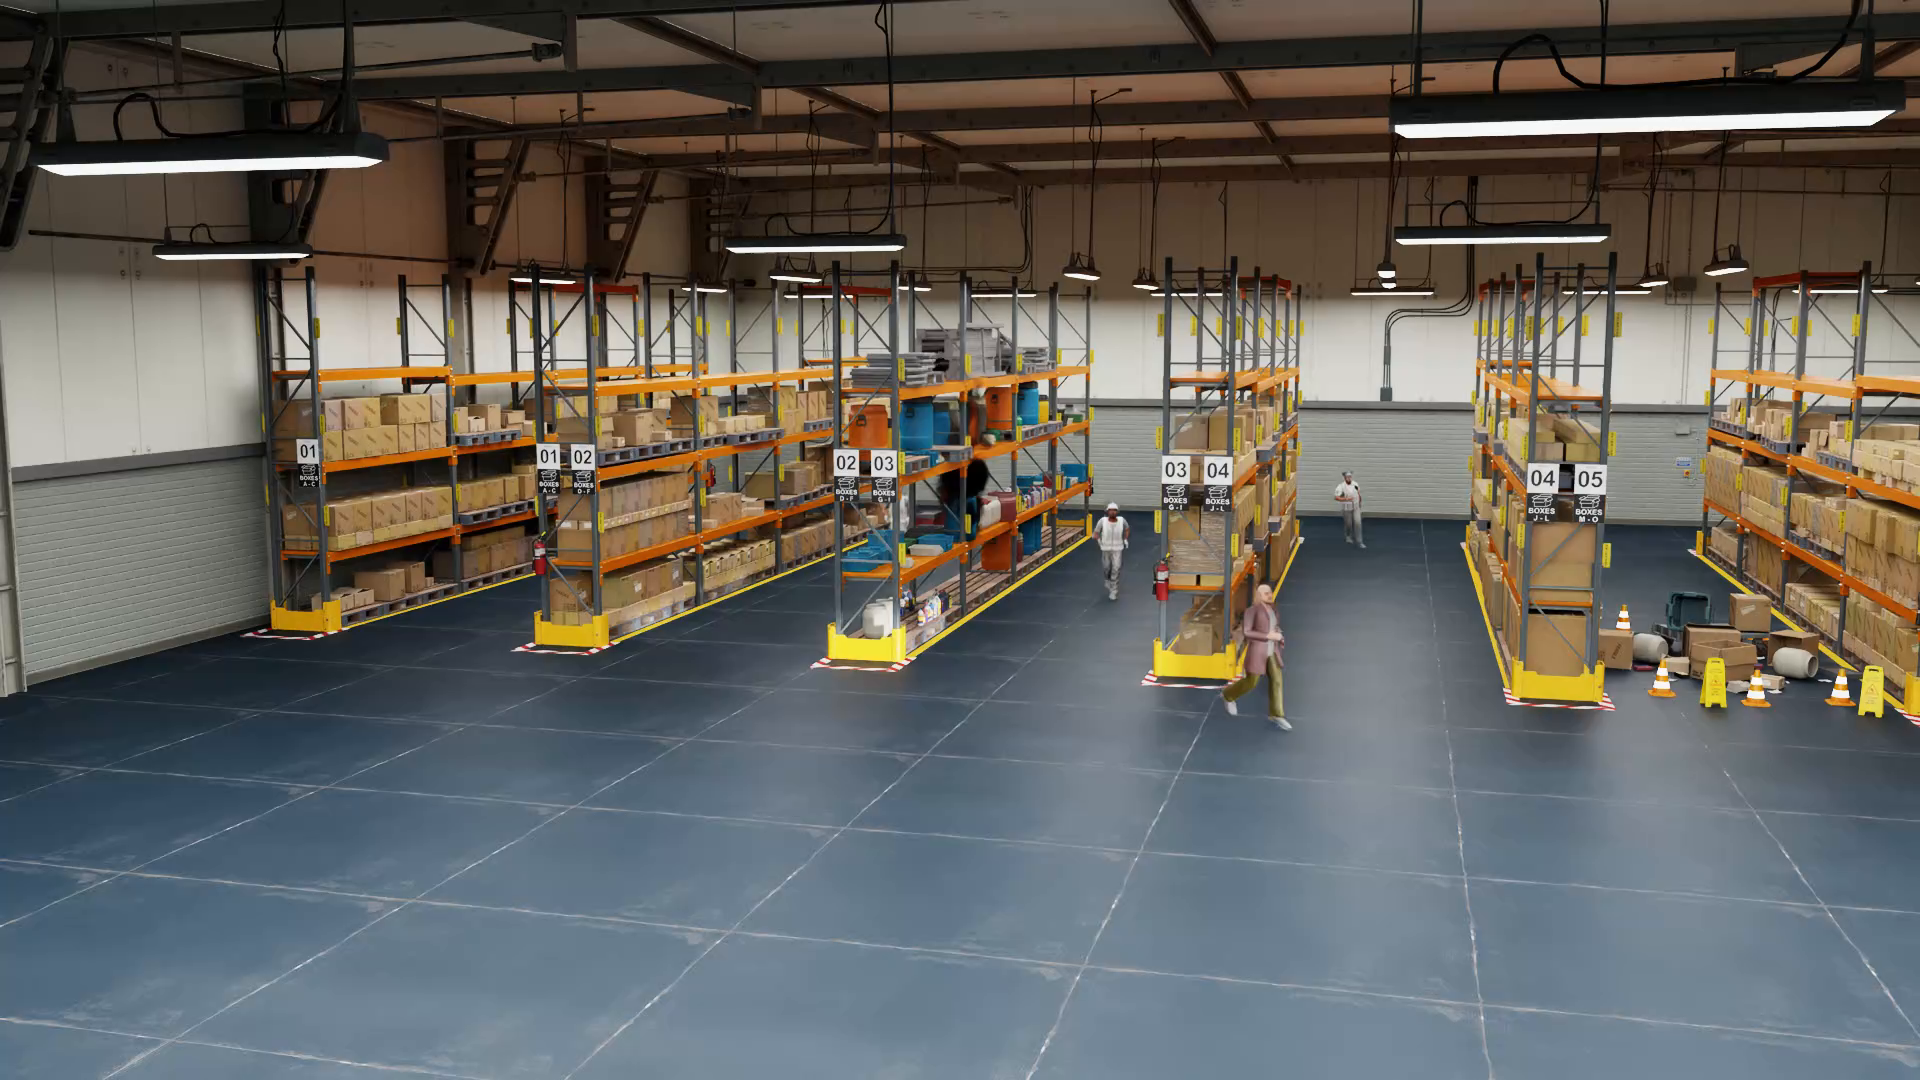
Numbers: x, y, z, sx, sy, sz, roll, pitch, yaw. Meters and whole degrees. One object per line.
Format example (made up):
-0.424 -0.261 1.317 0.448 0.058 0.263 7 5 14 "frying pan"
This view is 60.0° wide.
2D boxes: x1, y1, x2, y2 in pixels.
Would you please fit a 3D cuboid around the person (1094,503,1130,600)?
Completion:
2.835 0.190 31.065 0.679 1.774 0.951 0 7 4 "person"

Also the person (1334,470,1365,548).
8.963 -0.718 38.440 0.682 1.794 0.905 -1 7 -7 "person"

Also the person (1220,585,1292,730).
3.802 1.447 21.122 0.719 1.800 1.060 -5 9 -34 "person"

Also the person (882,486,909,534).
-1.337 -0.350 35.385 0.663 1.746 0.594 1 7 7 "person"
